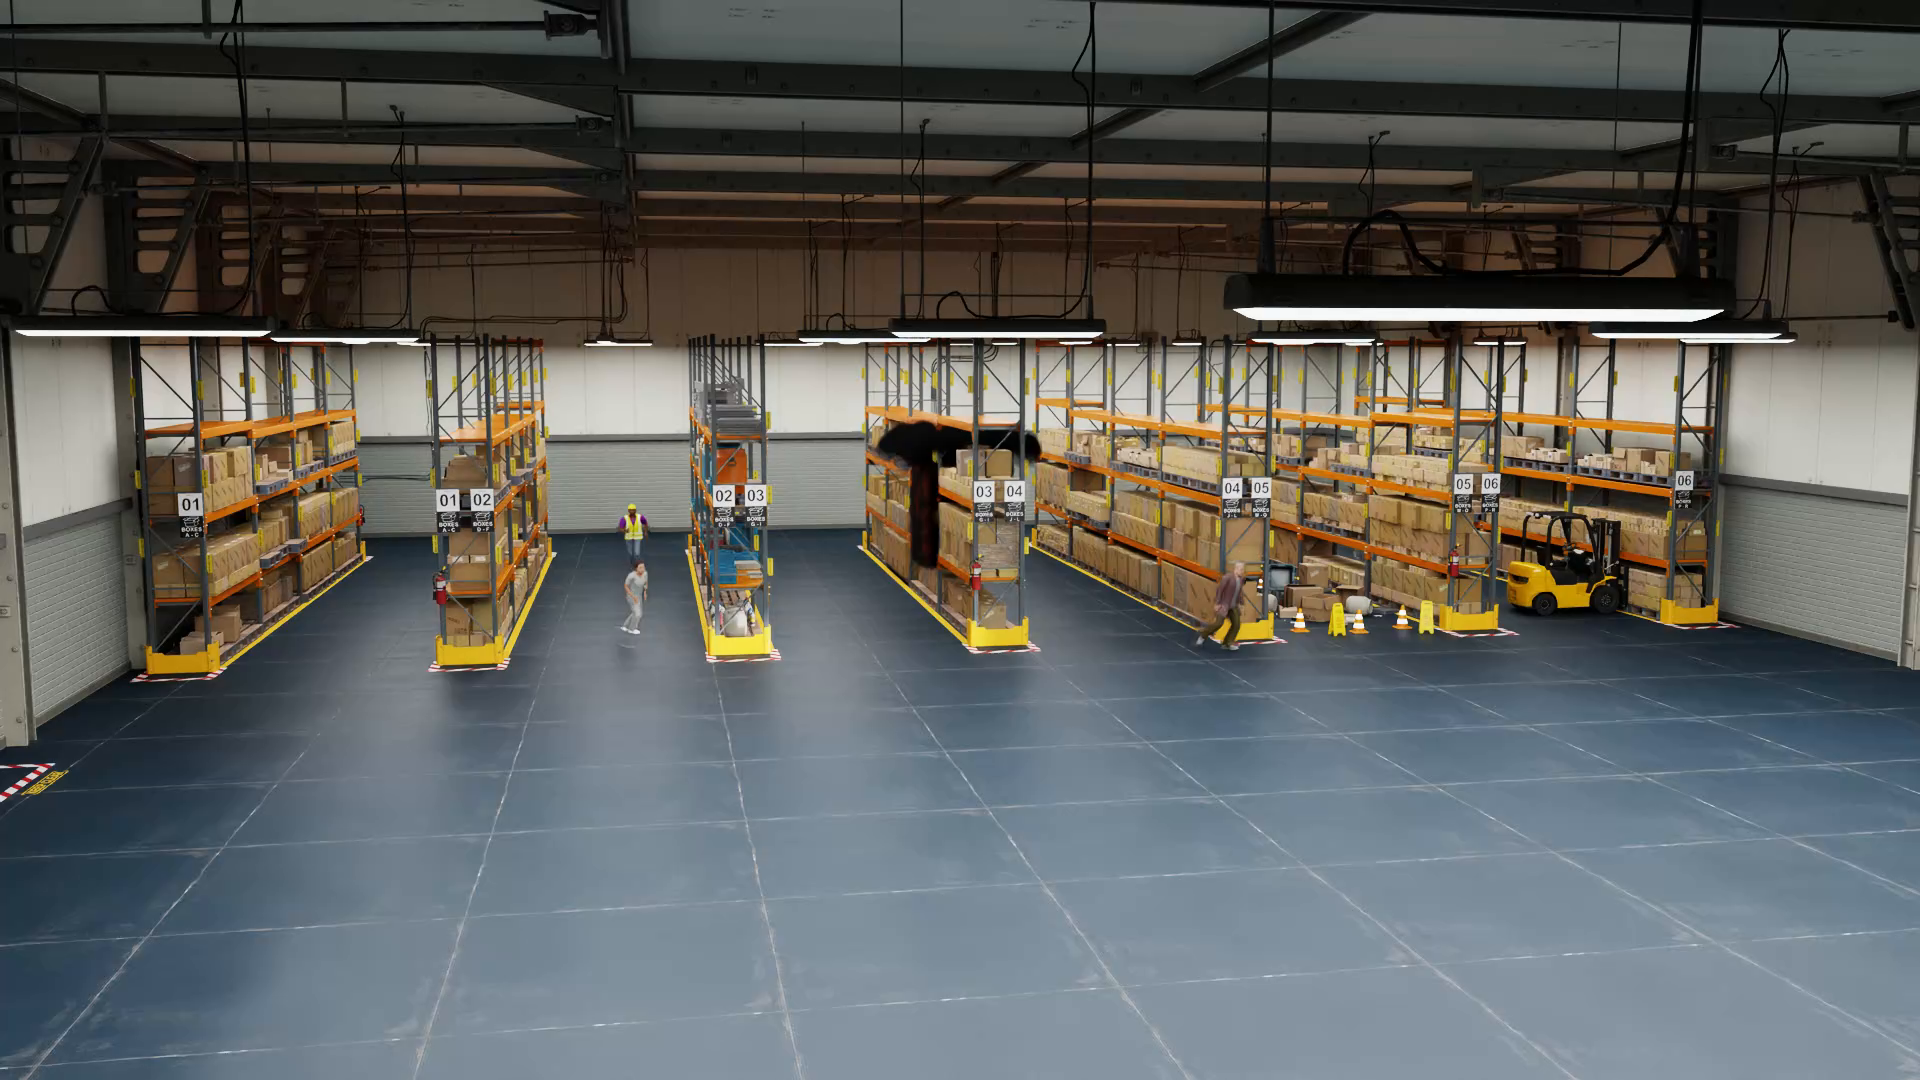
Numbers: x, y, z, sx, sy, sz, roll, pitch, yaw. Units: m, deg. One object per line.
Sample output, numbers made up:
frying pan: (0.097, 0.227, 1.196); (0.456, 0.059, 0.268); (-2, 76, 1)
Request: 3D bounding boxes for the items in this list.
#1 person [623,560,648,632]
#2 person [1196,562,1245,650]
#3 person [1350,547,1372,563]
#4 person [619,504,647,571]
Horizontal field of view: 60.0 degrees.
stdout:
person: (-6.262, 1.076, 31.814); (0.799, 1.428, 0.541); (4, 8, 34)
person: (5.017, 1.246, 31.764); (0.862, 1.688, 0.766); (-4, 8, -34)
person: (10.733, -0.194, 44.542); (0.529, 1.633, 0.920); (-3, 7, -21)
person: (-7.929, -0.062, 40.330); (0.624, 1.655, 0.671); (-1, 7, -5)
